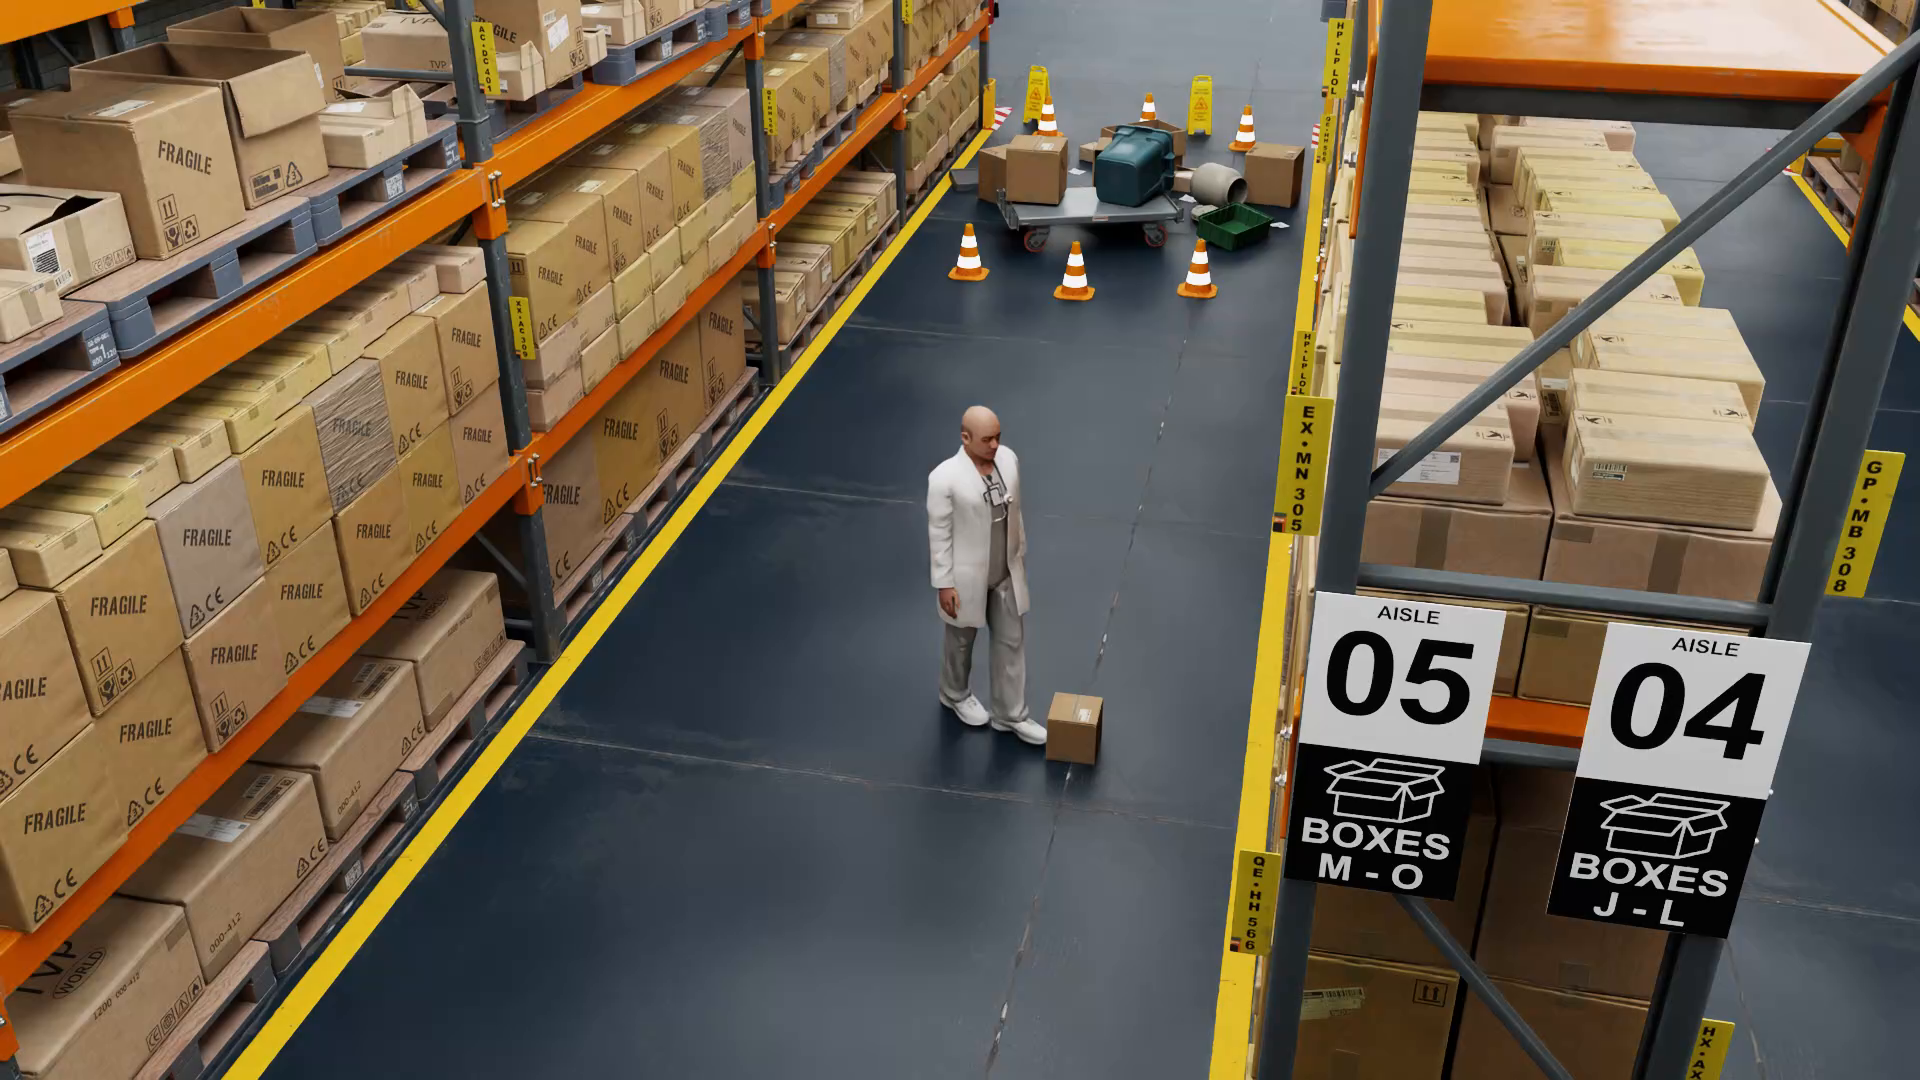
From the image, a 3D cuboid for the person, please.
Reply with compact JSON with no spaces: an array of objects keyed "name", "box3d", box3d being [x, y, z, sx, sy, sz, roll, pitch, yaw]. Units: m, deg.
[{"name":"person","box3d":[0.155,0.185,8.276,0.590,1.770,0.700,-18,33,-30]}]
